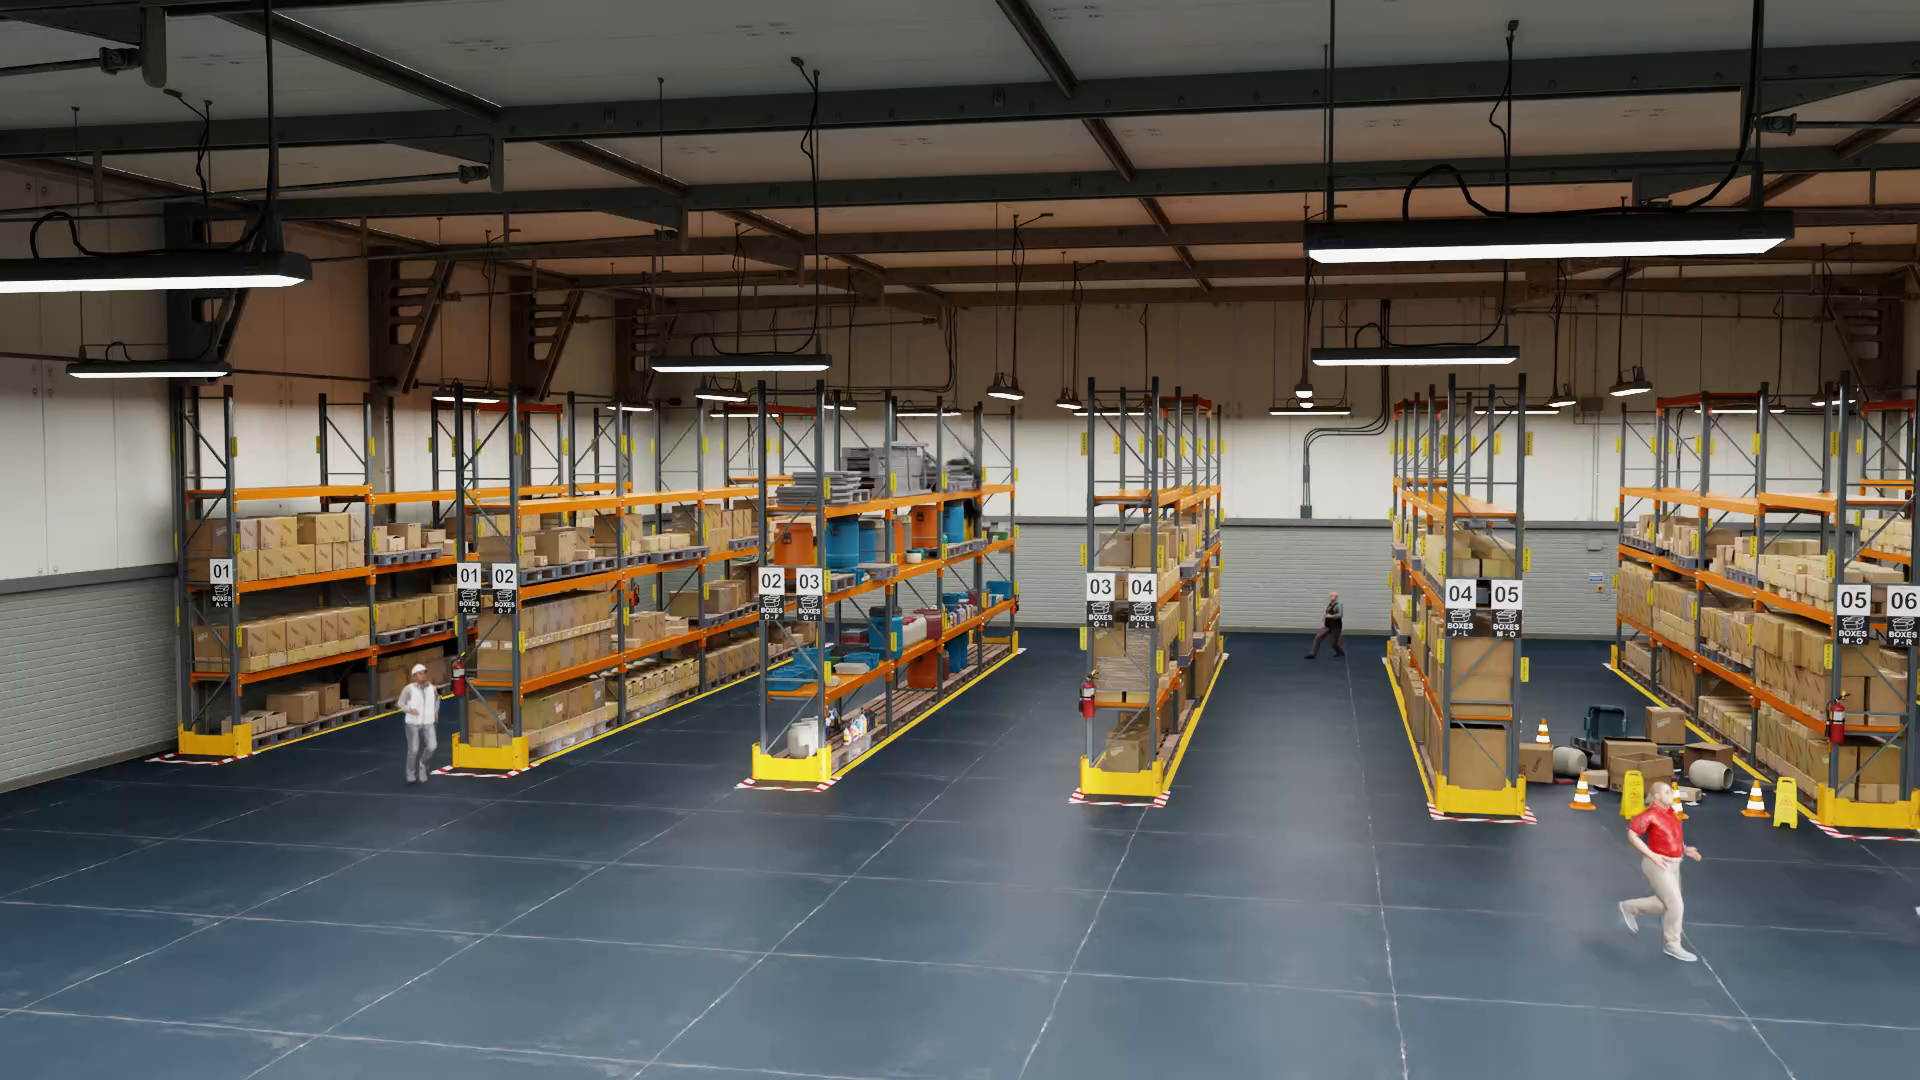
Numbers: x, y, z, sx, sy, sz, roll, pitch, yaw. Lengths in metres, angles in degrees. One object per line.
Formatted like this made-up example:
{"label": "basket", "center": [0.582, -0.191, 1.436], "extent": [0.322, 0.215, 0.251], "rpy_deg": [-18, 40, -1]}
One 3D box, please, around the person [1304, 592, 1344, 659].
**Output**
{"label": "person", "center": [8.679, 2.019, 38.950], "extent": [1.085, 1.587, 0.729], "rpy_deg": [-2, 4, -32]}

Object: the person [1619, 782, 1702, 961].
{"label": "person", "center": [6.899, 3.245, 16.464], "extent": [0.663, 1.718, 0.826], "rpy_deg": [-3, 4, -44]}

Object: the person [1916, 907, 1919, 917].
{"label": "person", "center": [9.803, 3.275, 16.473], "extent": [0.613, 1.607, 0.668], "rpy_deg": [-2, 4, -34]}

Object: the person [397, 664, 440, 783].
{"label": "person", "center": [-8.025, 2.737, 24.788], "extent": [0.673, 1.761, 0.573], "rpy_deg": [-2, 4, -34]}
